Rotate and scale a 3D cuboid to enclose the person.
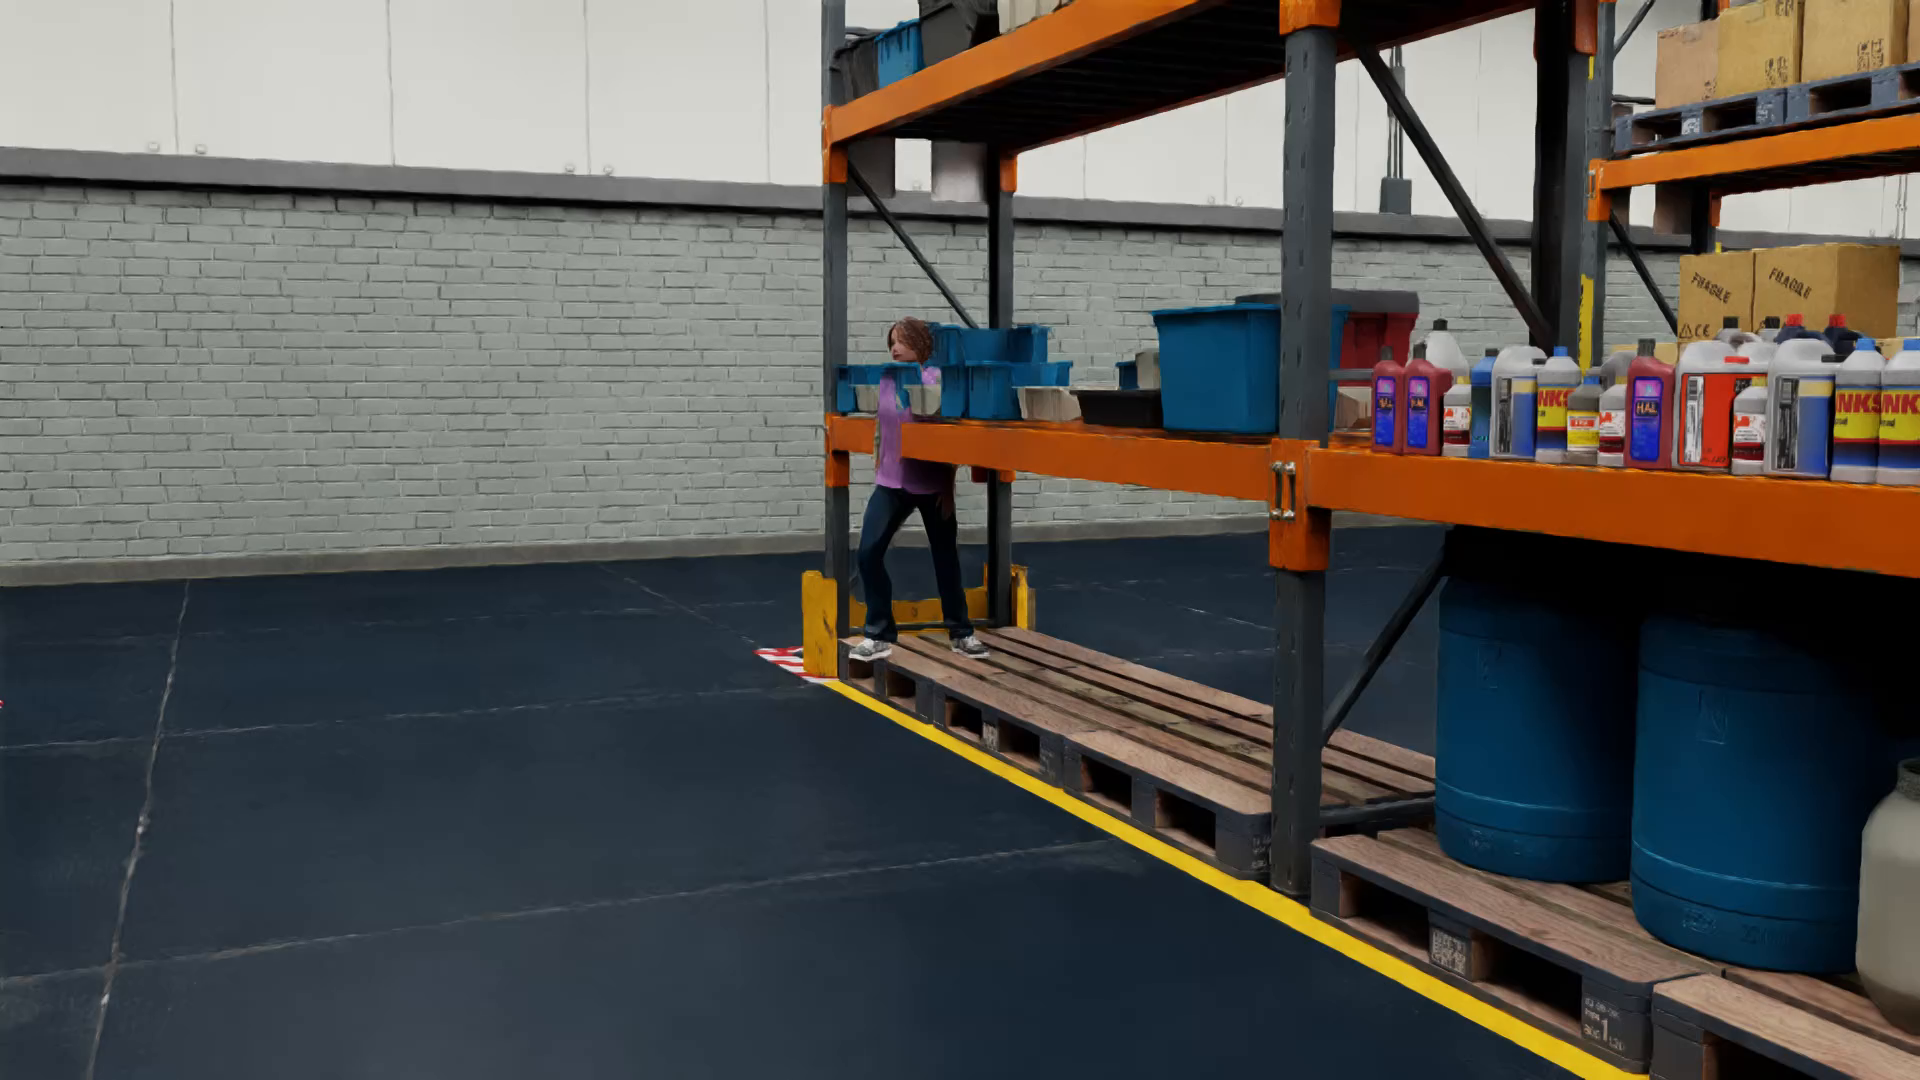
[{"bbox_3d":[-0.166,-0.229,7.609,0.575,1.576,0.514,2,6,19],"label":"person"}]
